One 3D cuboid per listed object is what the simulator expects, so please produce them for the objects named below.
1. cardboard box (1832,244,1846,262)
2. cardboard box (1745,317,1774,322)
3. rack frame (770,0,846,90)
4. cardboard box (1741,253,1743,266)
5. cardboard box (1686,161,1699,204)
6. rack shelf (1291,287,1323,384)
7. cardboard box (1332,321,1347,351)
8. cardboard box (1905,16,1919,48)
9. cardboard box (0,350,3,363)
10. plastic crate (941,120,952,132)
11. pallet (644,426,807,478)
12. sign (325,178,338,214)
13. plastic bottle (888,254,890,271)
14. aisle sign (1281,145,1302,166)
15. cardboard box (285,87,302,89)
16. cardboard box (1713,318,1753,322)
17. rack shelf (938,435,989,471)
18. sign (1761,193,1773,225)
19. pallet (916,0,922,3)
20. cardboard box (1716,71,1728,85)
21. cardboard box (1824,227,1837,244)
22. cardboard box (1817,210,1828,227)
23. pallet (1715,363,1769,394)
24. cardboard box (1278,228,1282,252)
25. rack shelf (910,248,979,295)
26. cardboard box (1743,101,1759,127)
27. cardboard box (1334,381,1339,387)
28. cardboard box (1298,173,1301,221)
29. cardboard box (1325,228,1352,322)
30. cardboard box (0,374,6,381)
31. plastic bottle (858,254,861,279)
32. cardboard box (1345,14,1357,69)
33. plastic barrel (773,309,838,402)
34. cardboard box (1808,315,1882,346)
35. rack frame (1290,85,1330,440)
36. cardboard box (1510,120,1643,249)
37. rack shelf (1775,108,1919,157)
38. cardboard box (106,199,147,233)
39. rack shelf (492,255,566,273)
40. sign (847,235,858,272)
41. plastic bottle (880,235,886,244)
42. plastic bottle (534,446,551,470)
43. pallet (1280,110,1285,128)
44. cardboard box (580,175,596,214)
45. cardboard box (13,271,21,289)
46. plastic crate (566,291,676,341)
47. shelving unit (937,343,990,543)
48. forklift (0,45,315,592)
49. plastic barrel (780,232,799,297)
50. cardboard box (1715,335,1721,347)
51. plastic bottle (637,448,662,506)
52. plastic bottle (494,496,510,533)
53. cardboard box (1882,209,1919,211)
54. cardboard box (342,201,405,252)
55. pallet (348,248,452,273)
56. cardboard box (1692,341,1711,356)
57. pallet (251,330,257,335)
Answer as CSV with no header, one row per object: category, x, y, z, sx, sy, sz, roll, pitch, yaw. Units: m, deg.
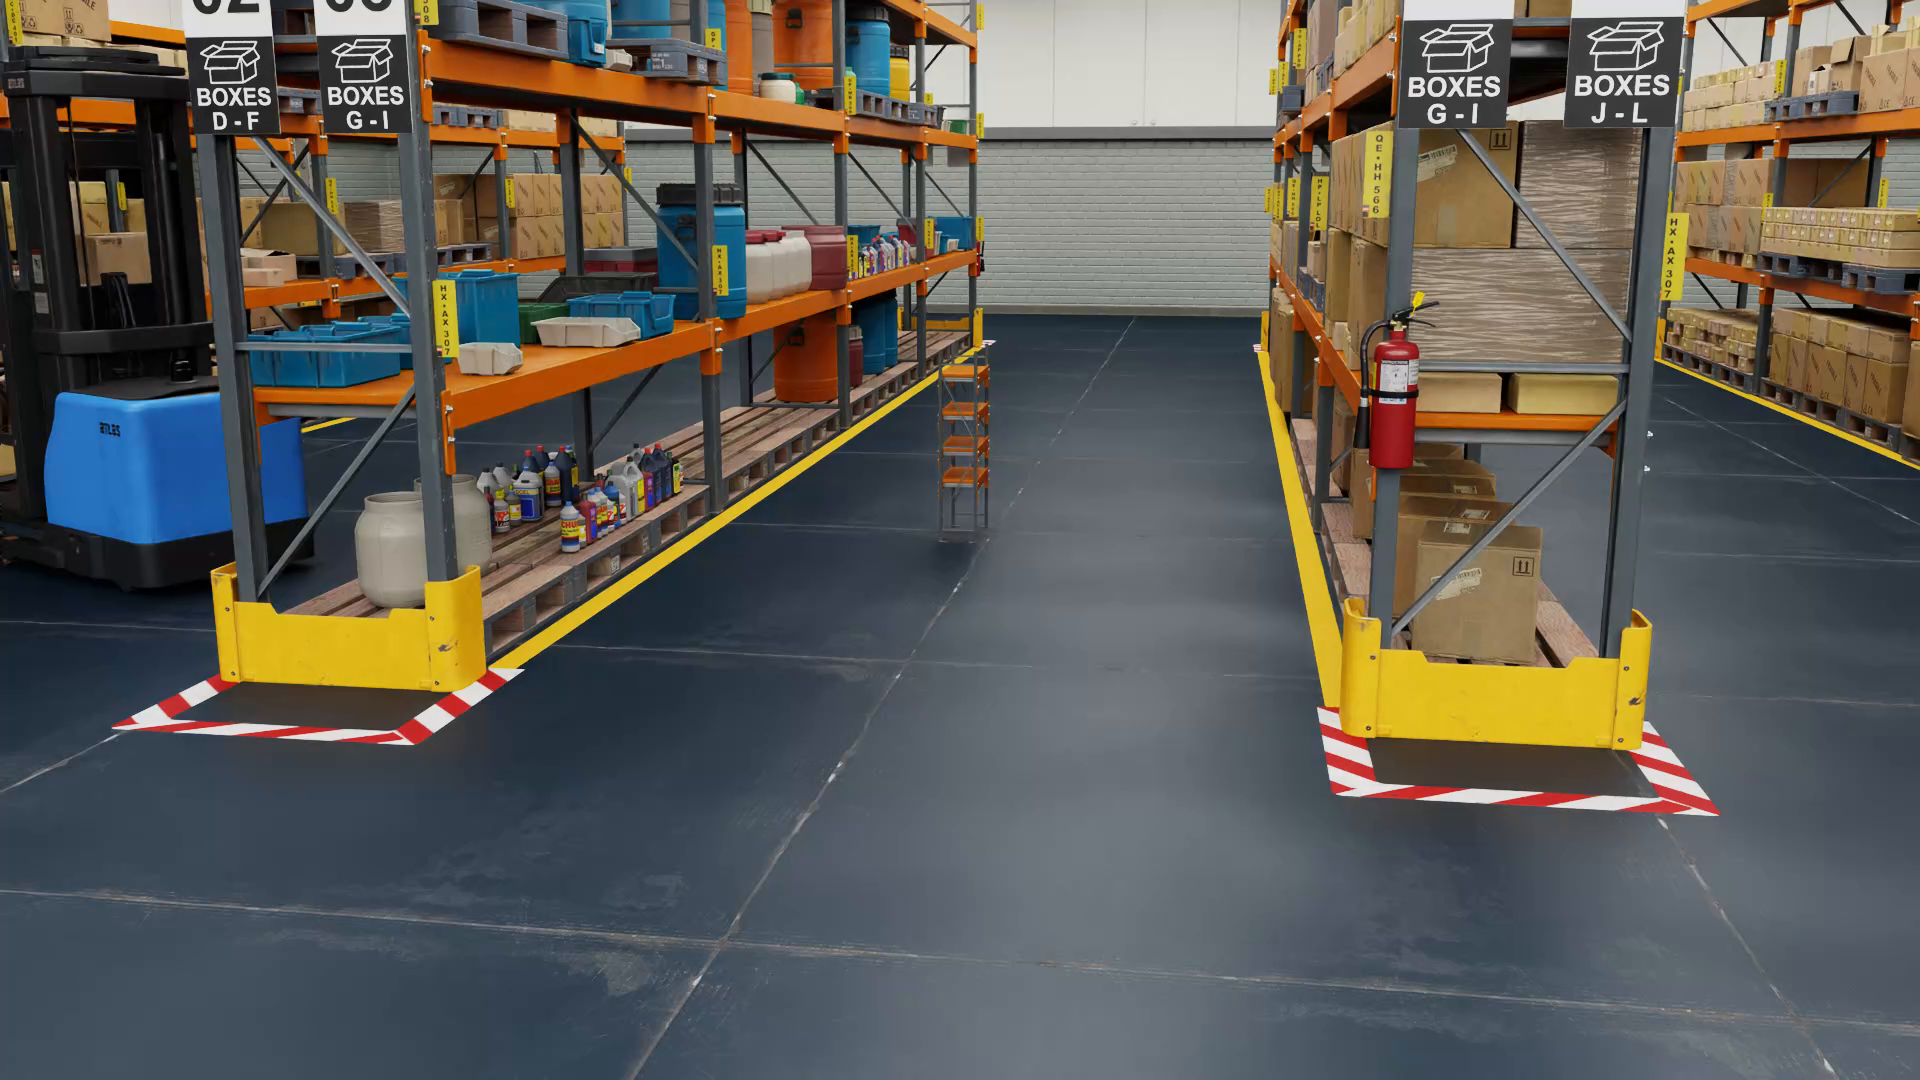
cardboard box,8.056,-2.564,14.870,0.380,0.149,0.250,1,12,6
cardboard box,9.424,-2.531,19.475,0.380,0.149,0.250,1,12,7
rack frame,-1.506,-5.426,14.309,1.000,3.000,0.127,2,12,9
cardboard box,8.840,-3.090,18.308,0.380,0.149,0.250,2,12,7
cardboard box,9.101,-4.309,20.052,0.500,0.500,0.500,2,12,10
rack shelf,3.080,-1.565,12.341,1.077,0.370,4.000,2,12,9
cardboard box,2.272,-1.134,9.234,0.380,0.149,0.250,2,12,9
cardboard box,8.143,-4.240,13.874,0.396,0.266,0.258,2,12,9
cardboard box,-10.912,-2.299,18.149,0.750,0.750,0.750,2,12,8
plastic crate,-0.349,-5.058,20.347,0.437,0.136,0.530,2,12,9
pallet,-1.854,-0.717,13.318,1.003,0.211,1.213,2,12,9
sign,-5.851,-3.203,15.487,0.100,0.325,0.005,2,12,9
plastic bottle,-0.778,-2.902,17.311,0.097,0.201,0.097,0,12,0
aisle sign,4.333,-5.293,21.765,0.394,0.787,0.004,2,12,9
cardboard box,-6.366,-4.261,15.790,0.910,0.500,0.500,2,12,9
cardboard box,8.960,-2.491,19.288,0.380,0.149,0.250,2,12,9
rack shelf,0.025,-0.555,10.541,0.258,0.148,0.480,2,12,9
sign,8.351,-3.423,17.200,0.100,0.325,0.005,2,12,9
pallet,-0.988,-5.797,17.431,1.003,0.211,1.213,2,12,9
cardboard box,8.950,-5.322,19.173,0.380,0.149,0.250,2,12,10
cardboard box,8.095,-2.765,15.096,0.380,0.149,0.250,2,12,10
cardboard box,8.137,-2.964,15.315,0.380,0.149,0.250,2,12,10
pallet,8.957,-1.761,18.165,1.003,0.211,1.213,2,12,9
cardboard box,3.811,-3.338,18.511,0.500,0.250,0.500,2,12,8
rack shelf,-0.584,-3.390,20.813,1.077,0.370,4.000,2,12,9
cardboard box,8.785,-4.591,17.912,0.500,0.250,0.500,2,12,8
cardboard box,3.151,-0.951,12.677,0.700,0.500,0.500,3,13,13
cardboard box,3.913,-3.571,17.326,0.797,0.503,0.637,2,12,7
cardboard box,2.530,-1.500,9.388,0.875,0.500,0.500,2,12,9
cardboard box,-7.163,-1.159,12.950,0.500,0.311,0.500,2,12,10
plastic bottle,-0.984,-2.638,15.893,0.061,0.283,0.133,2,12,9
cardboard box,2.287,-2.594,8.647,0.500,0.250,0.500,1,12,6
plastic barrel,-1.448,-1.740,15.601,0.600,0.830,0.708,2,12,9
cardboard box,8.351,-1.971,15.676,0.500,0.250,0.500,2,12,11
rack frame,3.388,-2.333,14.197,1.000,3.000,0.127,2,12,9
cardboard box,2.511,-1.456,6.812,0.500,0.500,0.500,2,12,9
rack shelf,8.581,-3.682,15.045,1.077,0.370,4.000,2,12,9
cardboard box,-10.581,-3.906,20.784,0.980,0.700,0.700,2,12,10
rack shelf,-5.477,-3.552,21.561,1.077,0.370,4.000,2,12,9
sign,-0.962,-2.556,14.848,0.100,0.325,0.005,2,12,9
plastic bottle,-0.852,-3.104,17.895,0.144,0.351,0.185,2,12,9
plastic bottle,-2.656,-0.426,10.593,0.144,0.351,0.185,2,12,10
pallet,4.329,-5.011,19.717,1.003,0.211,1.213,2,12,9
cardboard box,-5.119,-4.542,21.840,0.500,0.500,0.500,2,12,10
cardboard box,-6.983,-1.852,12.324,0.500,0.250,0.500,3,12,12
plastic crate,-2.023,-1.348,9.984,0.499,0.251,0.616,2,12,9
shelving unit,0.025,-0.621,10.527,0.258,1.200,0.503,2,12,9
forklift,-5.259,-1.372,9.904,3.031,2.935,1.130,9,15,36
plastic barrel,-1.518,-2.239,13.497,0.421,0.512,0.421,0,12,0
cardboard box,8.892,-2.287,19.051,0.380,0.149,0.250,1,12,6
plastic bottle,-1.965,-0.397,10.460,0.144,0.351,0.185,1,12,6
plastic bottle,-2.674,-0.152,9.675,0.097,0.201,0.097,0,12,0
cardboard box,8.818,-2.996,15.461,0.380,0.149,0.250,1,12,6
cardboard box,-6.085,-3.227,17.115,0.700,0.500,0.500,4,13,19
pallet,-6.106,-2.965,17.589,1.003,0.211,1.213,2,12,9
cardboard box,8.899,-2.265,19.654,0.380,0.149,0.250,1,12,6
pallet,-10.301,-2.694,22.493,1.003,0.211,1.213,2,12,9
